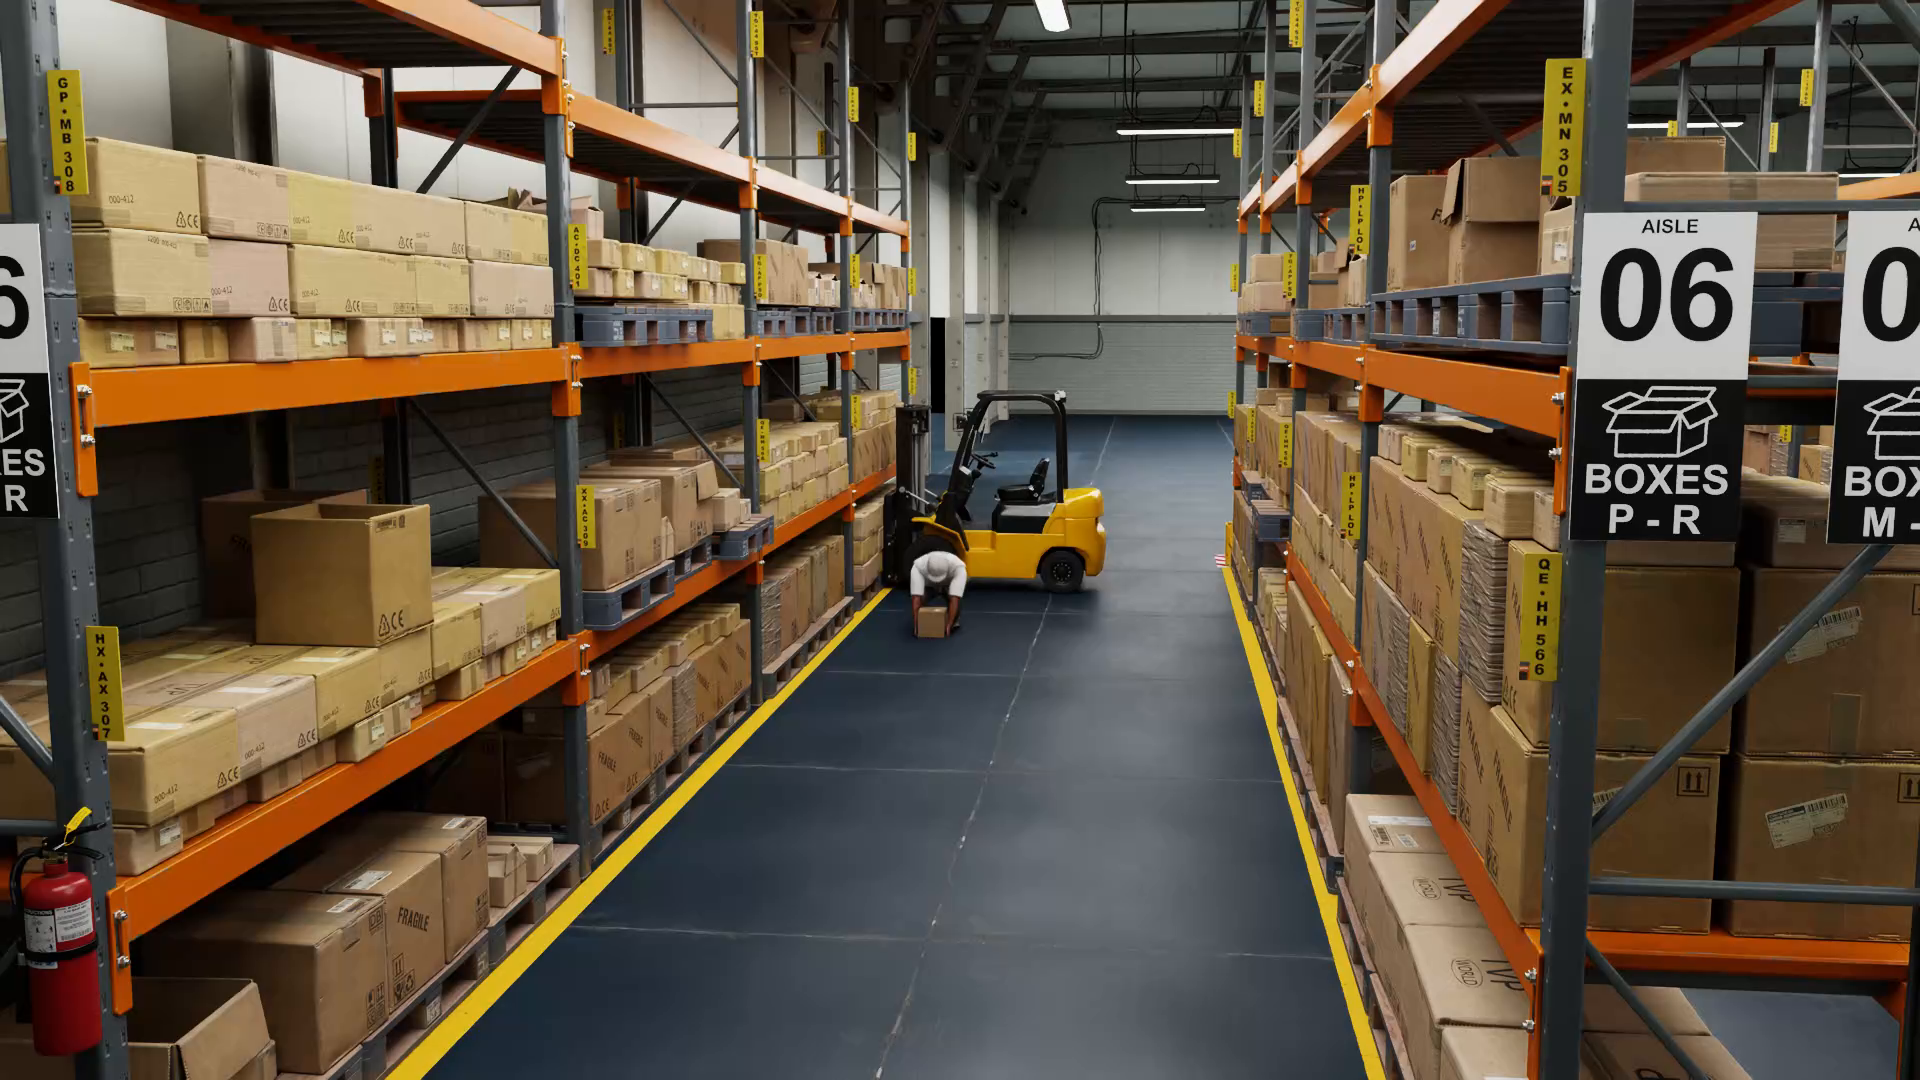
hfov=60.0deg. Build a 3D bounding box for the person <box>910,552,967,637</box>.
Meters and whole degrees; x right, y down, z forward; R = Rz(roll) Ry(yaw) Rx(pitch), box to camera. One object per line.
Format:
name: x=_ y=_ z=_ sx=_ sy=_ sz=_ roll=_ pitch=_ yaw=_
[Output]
person: x=-0.194 y=0.500 z=15.909 sx=0.551 sy=0.881 sz=0.926 roll=1 pitch=8 yaw=8
